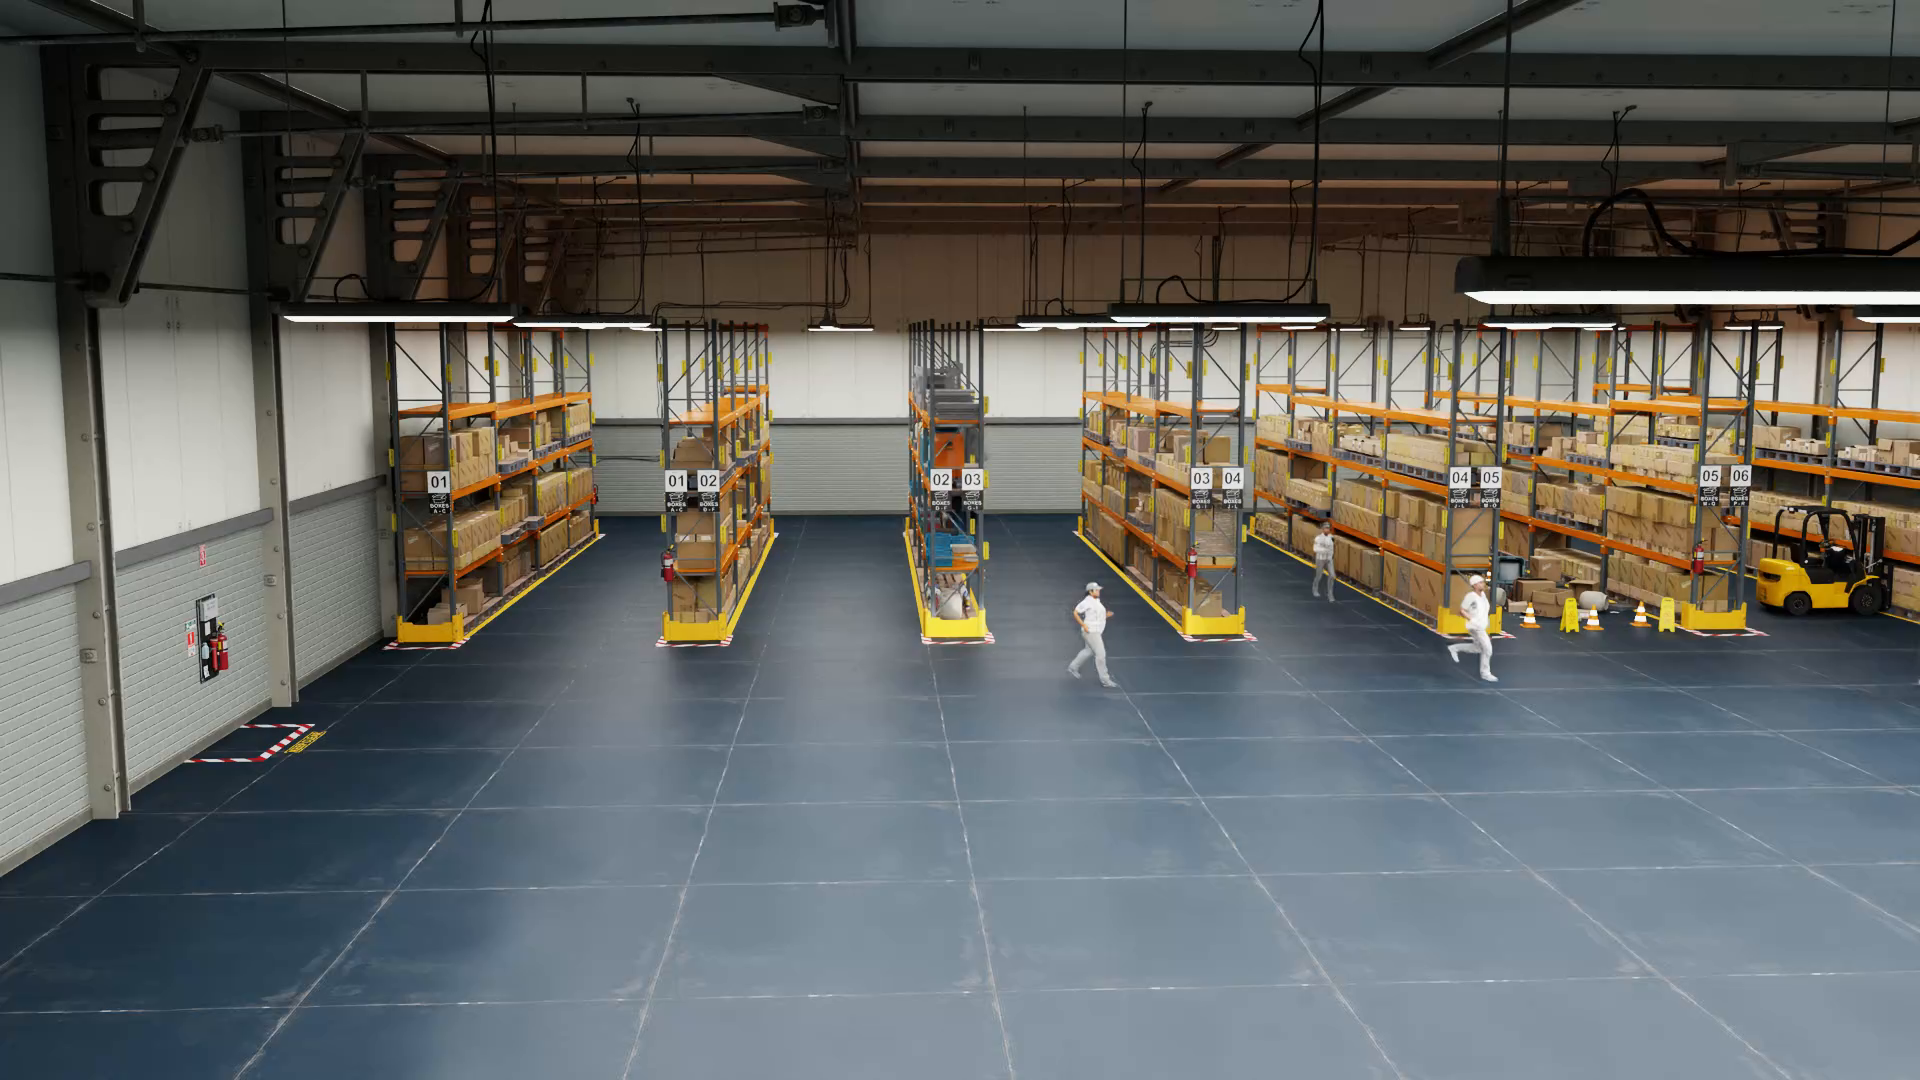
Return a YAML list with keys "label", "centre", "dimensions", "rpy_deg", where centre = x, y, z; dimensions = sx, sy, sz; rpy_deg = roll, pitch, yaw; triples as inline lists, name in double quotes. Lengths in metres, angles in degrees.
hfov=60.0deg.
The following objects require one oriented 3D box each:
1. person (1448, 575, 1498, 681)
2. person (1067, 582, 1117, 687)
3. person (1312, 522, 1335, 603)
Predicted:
- label: "person"
  centre: [8.588, 1.455, 27.792]
  dimensions: [0.889, 1.748, 0.678]
  rpy_deg: [5, 8, 33]
- label: "person"
  centre: [2.171, 1.532, 27.223]
  dimensions: [0.885, 1.676, 0.595]
  rpy_deg: [3, 8, 20]
- label: "person"
  centre: [7.860, 0.461, 35.883]
  dimensions: [0.557, 1.732, 0.816]
  rpy_deg: [-1, 7, -9]
